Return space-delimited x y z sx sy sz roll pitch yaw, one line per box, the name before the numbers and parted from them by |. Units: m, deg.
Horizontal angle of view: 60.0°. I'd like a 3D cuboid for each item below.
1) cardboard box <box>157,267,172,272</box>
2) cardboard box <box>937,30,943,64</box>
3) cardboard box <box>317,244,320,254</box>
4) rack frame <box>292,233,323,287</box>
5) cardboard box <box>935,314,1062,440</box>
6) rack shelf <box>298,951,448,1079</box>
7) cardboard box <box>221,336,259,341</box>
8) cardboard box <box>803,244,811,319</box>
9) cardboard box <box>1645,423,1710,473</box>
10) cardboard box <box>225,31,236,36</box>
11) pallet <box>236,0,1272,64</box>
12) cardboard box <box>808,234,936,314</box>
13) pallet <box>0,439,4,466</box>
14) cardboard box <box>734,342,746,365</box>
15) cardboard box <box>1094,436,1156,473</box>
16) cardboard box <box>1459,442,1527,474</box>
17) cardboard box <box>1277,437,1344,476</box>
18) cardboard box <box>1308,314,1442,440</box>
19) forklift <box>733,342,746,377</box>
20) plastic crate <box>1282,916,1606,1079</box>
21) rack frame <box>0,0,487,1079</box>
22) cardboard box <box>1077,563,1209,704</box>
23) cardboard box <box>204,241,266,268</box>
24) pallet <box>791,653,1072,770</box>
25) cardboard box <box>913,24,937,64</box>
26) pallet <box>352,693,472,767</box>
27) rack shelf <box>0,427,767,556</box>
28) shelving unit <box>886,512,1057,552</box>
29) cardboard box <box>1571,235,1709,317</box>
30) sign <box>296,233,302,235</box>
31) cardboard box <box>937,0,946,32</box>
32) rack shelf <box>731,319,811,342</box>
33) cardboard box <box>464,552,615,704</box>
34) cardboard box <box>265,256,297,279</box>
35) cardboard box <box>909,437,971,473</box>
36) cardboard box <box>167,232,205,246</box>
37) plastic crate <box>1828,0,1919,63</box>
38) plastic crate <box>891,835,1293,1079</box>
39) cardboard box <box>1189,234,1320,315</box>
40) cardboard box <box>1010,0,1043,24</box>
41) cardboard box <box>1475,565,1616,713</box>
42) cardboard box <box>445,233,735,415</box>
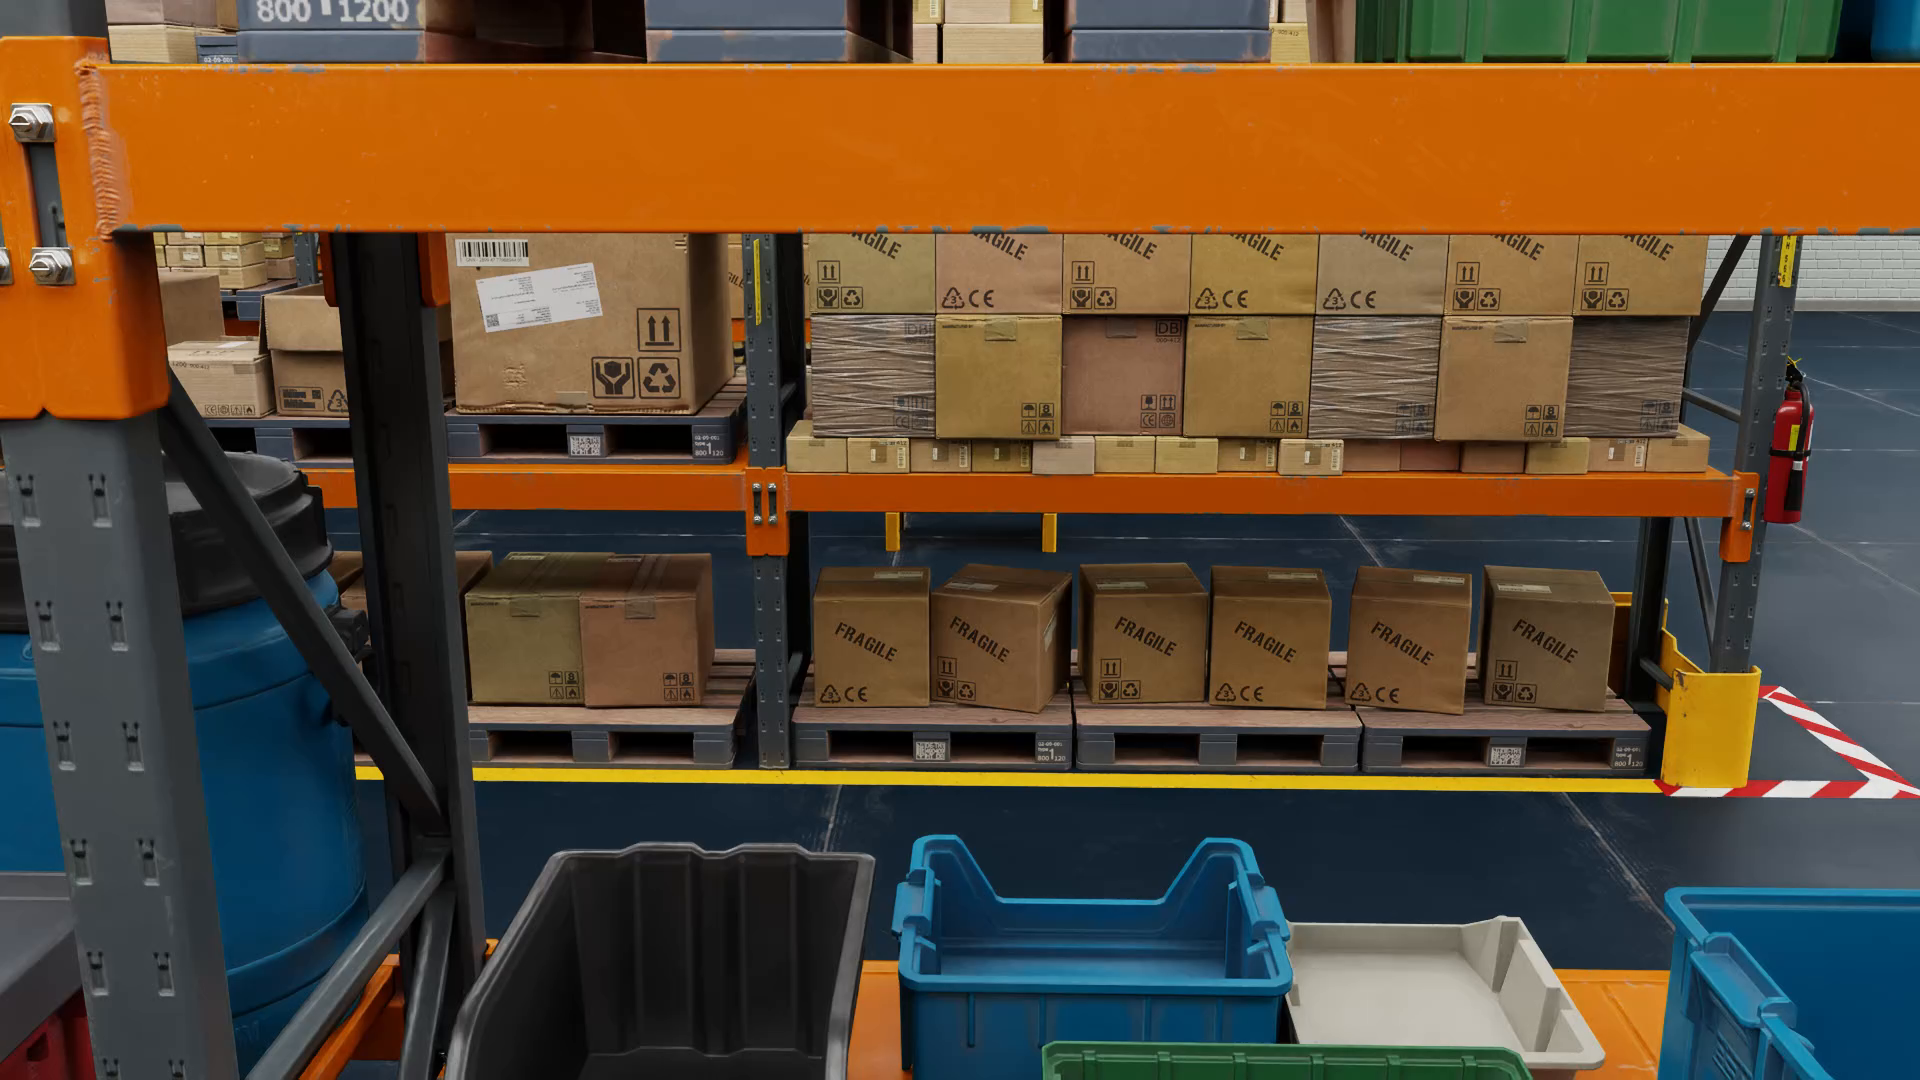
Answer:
cardboard box | -5.564 -1.854 11.655 0.250 0.149 0.380 1 15 2
cardboard box | -0.321 -2.034 7.082 0.500 0.250 0.500 1 15 4
cardboard box | -6.566 -3.013 16.673 0.500 0.250 0.500 0 15 1
rack frame | -4.554 -1.882 12.095 0.127 3.000 1.000 0 15 1
cardboard box | 0.164 -0.753 7.036 0.500 0.500 0.875 0 15 1
rack shelf | -2.909 1.006 2.558 4.000 0.370 1.077 0 15 1
cardboard box | -3.108 -0.814 7.487 0.258 0.266 0.396 0 15 0
cardboard box | -1.084 -1.840 11.738 0.500 0.500 0.500 0 15 1
cardboard box | 2.925 -0.394 6.945 0.250 0.149 0.380 0 15 1
cardboard box | -3.302 -2.052 7.151 0.500 0.250 0.500 1 15 3
pallet | -0.186 -0.708 2.135 1.003 0.211 1.213 0 15 1
cardboard box | -0.340 -1.200 6.769 0.500 0.500 0.500 0 15 1
pallet | -4.067 -0.548 7.413 1.003 0.211 1.213 0 15 1
cardboard box | -2.468 -2.063 17.106 0.625 0.372 0.950 1 15 3
cardboard box | 0.674 -0.391 6.933 0.250 0.149 0.380 0 15 1
cardboard box | 2.175 -0.390 6.929 0.250 0.149 0.380 0 15 1
cardboard box | 1.423 -0.377 6.881 0.250 0.149 0.380 0 15 1
cardboard box | 1.665 -0.756 7.045 0.500 0.500 0.875 0 15 1
forklift | -2.184 -2.331 13.931 1.130 2.935 3.031 10 18 34
plastic crate | 0.720 0.744 2.655 0.437 0.136 0.530 0 15 1
rack frame | -0.910 0.670 2.420 0.053 2.616 0.949 0 15 1
cardboard box | 0.811 0.412 7.475 0.500 0.500 0.500 -1 15 -4
cardboard box | -5.060 -1.995 11.608 0.250 0.149 0.380 1 15 3
pallet | -0.111 0.752 7.578 1.213 0.211 1.003 0 15 1
cardboard box | -0.340 -1.902 6.582 0.500 0.250 0.500 0 15 -1
pallet | -2.784 0.744 7.605 1.213 0.211 1.003 0 15 1
rack shelf | -2.783 -0.257 7.346 4.000 0.370 1.077 0 15 1
shelving unit | 0.076 -0.725 10.647 1.083 1.500 0.587 0 15 1
cardboard box | 2.659 -1.182 6.702 0.500 0.500 0.500 0 15 1
sign | -4.559 -2.266 11.433 0.005 0.325 0.100 0 15 1
cardboard box | -0.186 -2.209 6.966 0.250 0.149 0.380 1 15 2
rack shelf | -2.555 -1.522 12.137 4.000 0.370 1.077 0 15 1
cardboard box | -1.873 0.386 7.533 0.500 0.500 0.700 0 15 1
cardboard box | -4.996 -2.018 12.280 0.250 0.149 0.380 0 15 1
cardboard box | -0.076 -0.393 6.942 0.250 0.149 0.380 0 15 1
cardboard box | -5.307 -2.140 11.575 0.250 0.149 0.380 0 15 1
plastic crate | 1.175 -0.681 1.694 0.575 0.384 0.392 0 15 1
plastic crate | 0.204 0.681 2.671 0.616 0.251 0.499 0 15 1
cardboard box | 1.160 -1.193 6.744 0.500 0.500 0.500 0 15 1
cardboard box | 0.319 -2.100 6.552 0.250 0.149 0.380 1 15 3
cardboard box | 2.592 0.431 7.403 0.500 0.500 0.500 3 15 12
cardboard box | -1.574 -1.126 7.229 1.000 1.000 1.000 0 15 2
